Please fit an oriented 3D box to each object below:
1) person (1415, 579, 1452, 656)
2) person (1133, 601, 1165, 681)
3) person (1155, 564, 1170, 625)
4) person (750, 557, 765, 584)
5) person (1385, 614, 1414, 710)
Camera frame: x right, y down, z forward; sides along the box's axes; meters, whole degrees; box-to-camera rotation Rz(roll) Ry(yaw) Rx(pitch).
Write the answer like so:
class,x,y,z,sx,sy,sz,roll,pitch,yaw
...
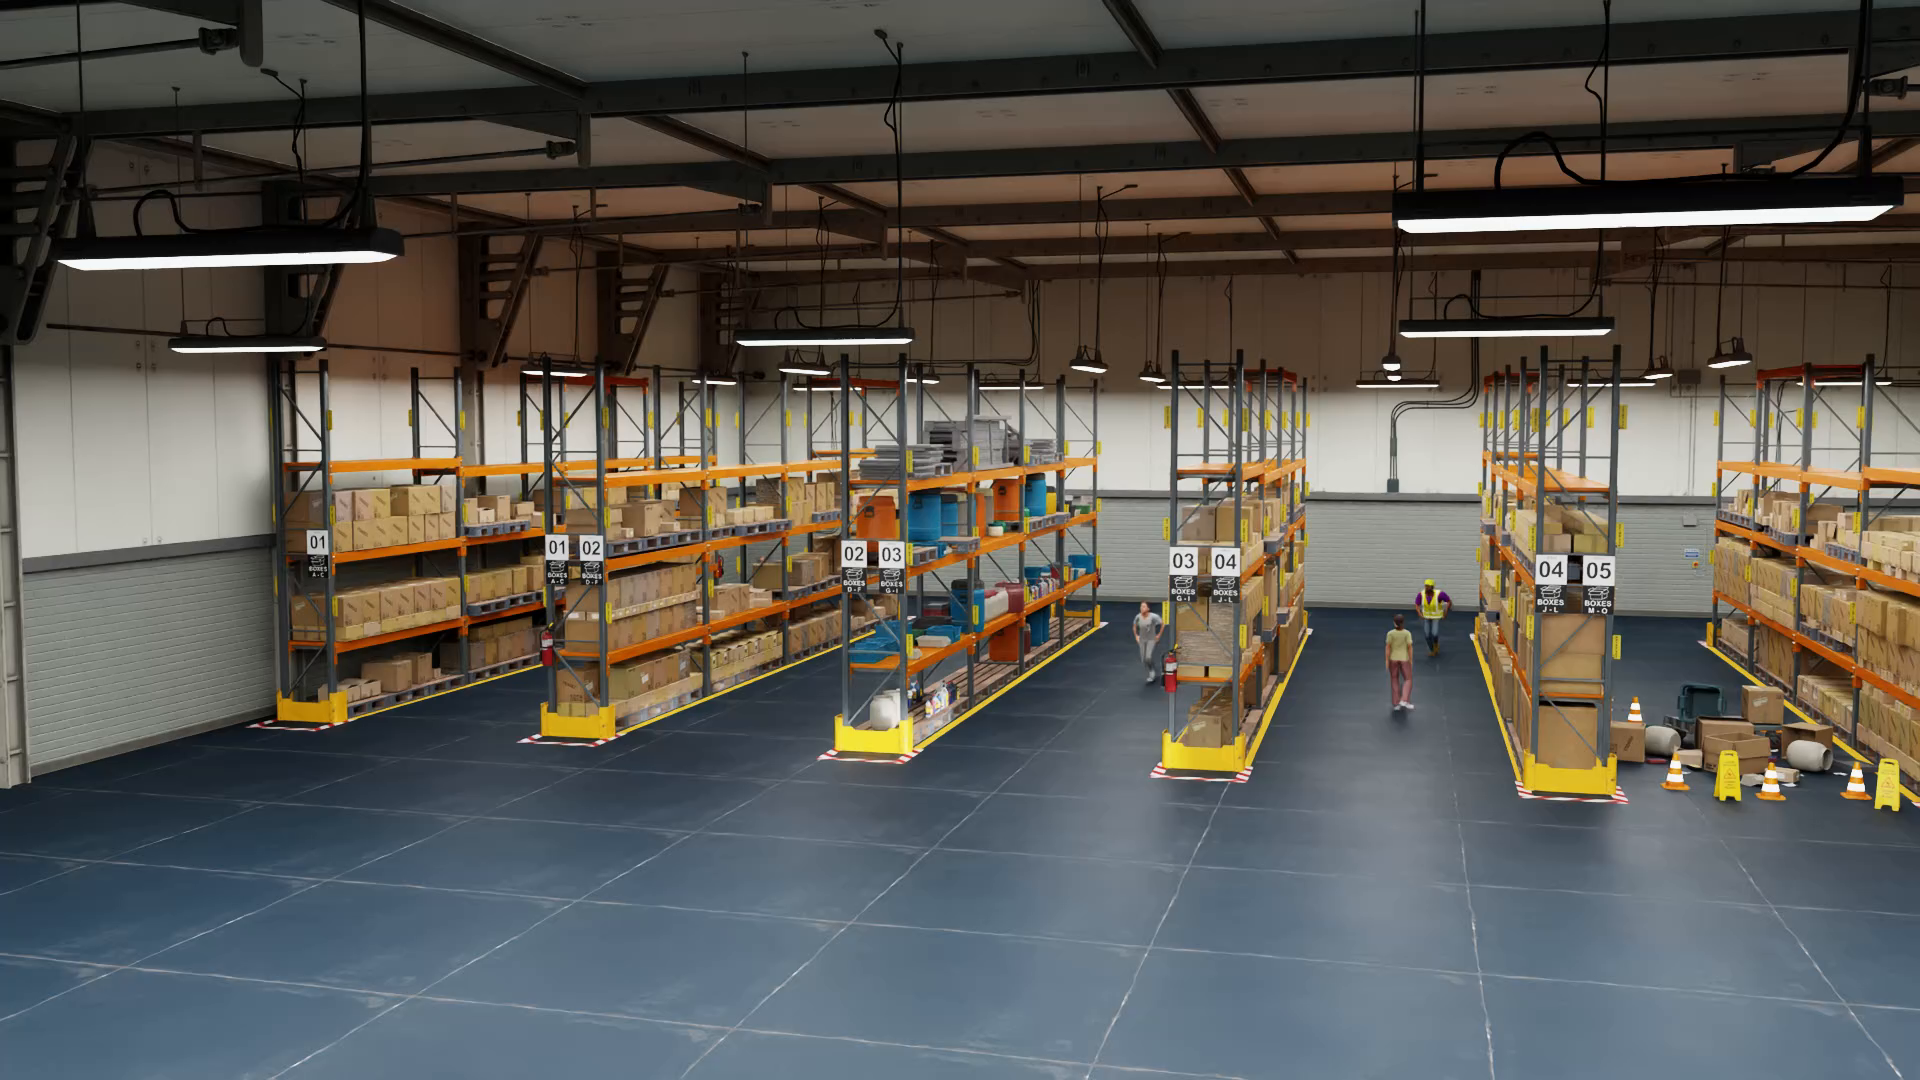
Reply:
class,x,y,z,sx,sy,sz,roll,pitch,yaw
person,10.014,1.640,35.201,0.750,1.666,0.697,2,5,26
person,3.618,1.931,31.743,0.610,1.585,0.696,2,4,23
person,5.191,1.315,40.493,0.918,1.526,0.394,1,4,18
person,-4.850,1.216,41.371,0.646,1.636,0.735,2,4,23
person,7.588,2.112,28.684,0.494,1.669,0.534,1,4,14
